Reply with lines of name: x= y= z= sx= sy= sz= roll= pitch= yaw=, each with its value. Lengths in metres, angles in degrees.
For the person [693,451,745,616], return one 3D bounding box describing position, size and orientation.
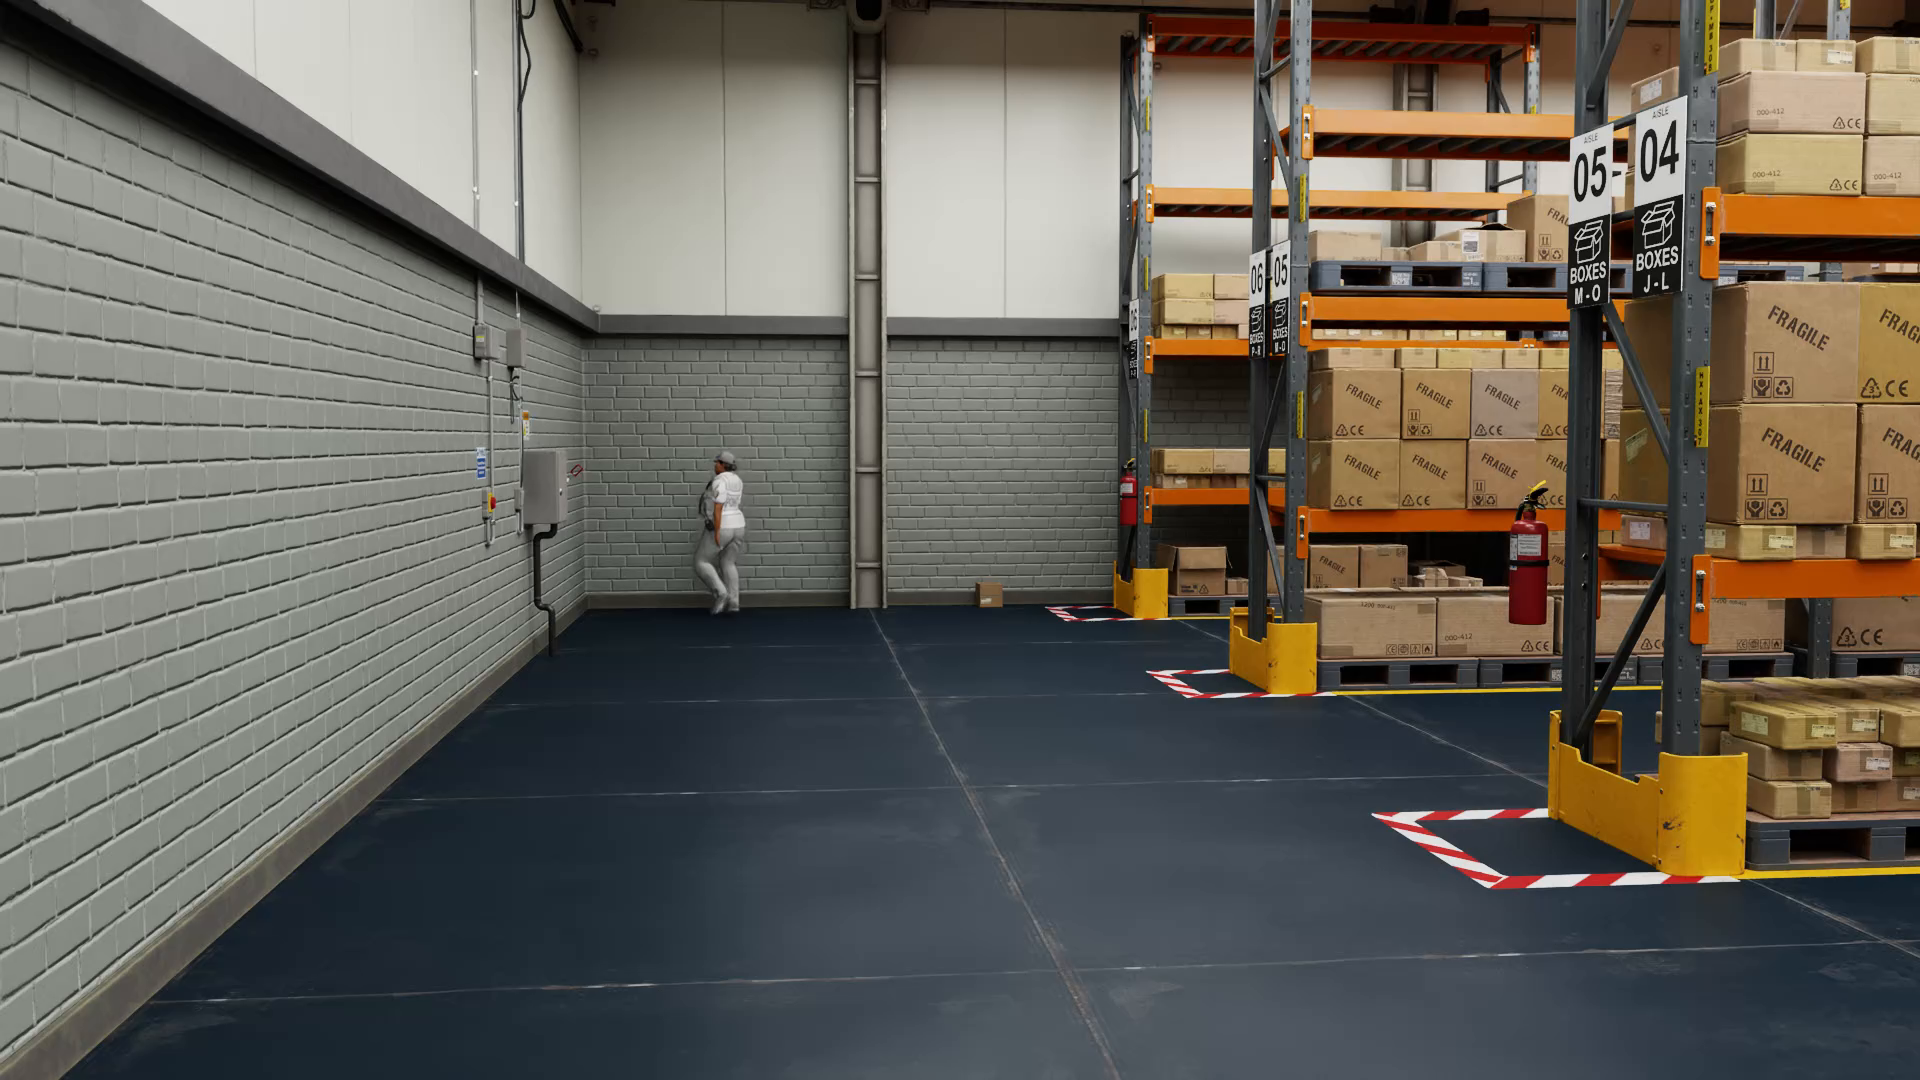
person: x=-2.451 y=-0.070 z=17.059 sx=0.445 sy=1.686 sz=0.481 roll=2 pitch=4 yaw=28
